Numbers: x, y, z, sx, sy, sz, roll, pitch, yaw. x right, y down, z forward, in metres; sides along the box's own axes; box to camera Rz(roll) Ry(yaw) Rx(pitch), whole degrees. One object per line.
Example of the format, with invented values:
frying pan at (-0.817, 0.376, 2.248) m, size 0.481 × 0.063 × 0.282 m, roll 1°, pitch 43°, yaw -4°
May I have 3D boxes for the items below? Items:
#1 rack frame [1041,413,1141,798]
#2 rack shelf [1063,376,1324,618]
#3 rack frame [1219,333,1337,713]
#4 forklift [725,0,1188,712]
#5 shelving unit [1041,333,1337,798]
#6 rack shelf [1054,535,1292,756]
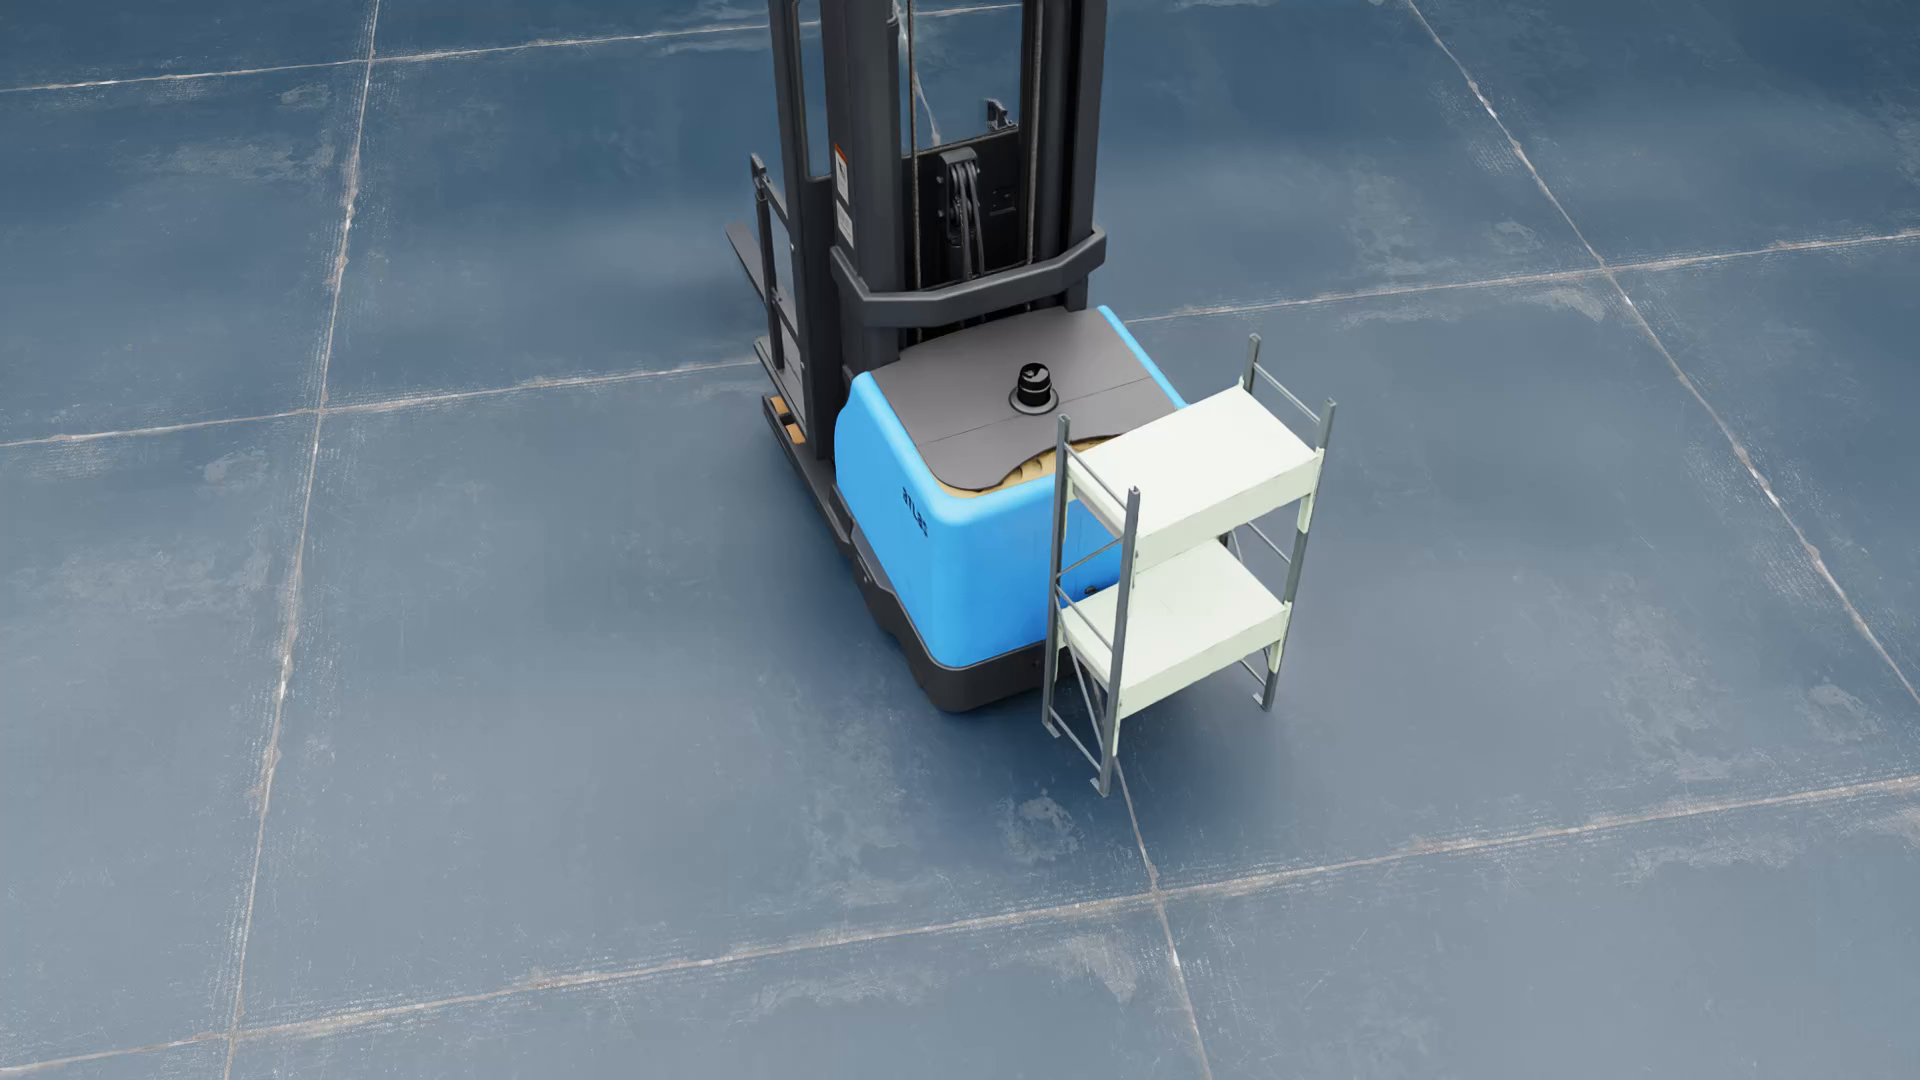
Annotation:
rack frame at (0.412, 0.264, 5.453) m, size 0.023 × 1.500 × 0.400 m, roll -24°, pitch 50°, yaw -21°
rack shelf at (0.723, -0.145, 5.305) m, size 0.720 × 0.370 × 0.431 m, roll -24°, pitch 50°, yaw -21°
rack frame at (1.036, -0.011, 5.718) m, size 0.023 × 1.500 × 0.400 m, roll -24°, pitch 50°, yaw -21°
forklift at (-0.198, -1.467, 6.128) m, size 1.130 × 2.935 × 3.031 m, roll -18°, pitch 49°, yaw -16°
shelving unit at (0.724, 0.127, 5.585) m, size 0.755 × 1.500 × 0.431 m, roll -24°, pitch 50°, yaw -21°
rack shelf at (0.724, 0.354, 5.819) m, size 0.720 × 0.370 × 0.431 m, roll -24°, pitch 50°, yaw -21°
